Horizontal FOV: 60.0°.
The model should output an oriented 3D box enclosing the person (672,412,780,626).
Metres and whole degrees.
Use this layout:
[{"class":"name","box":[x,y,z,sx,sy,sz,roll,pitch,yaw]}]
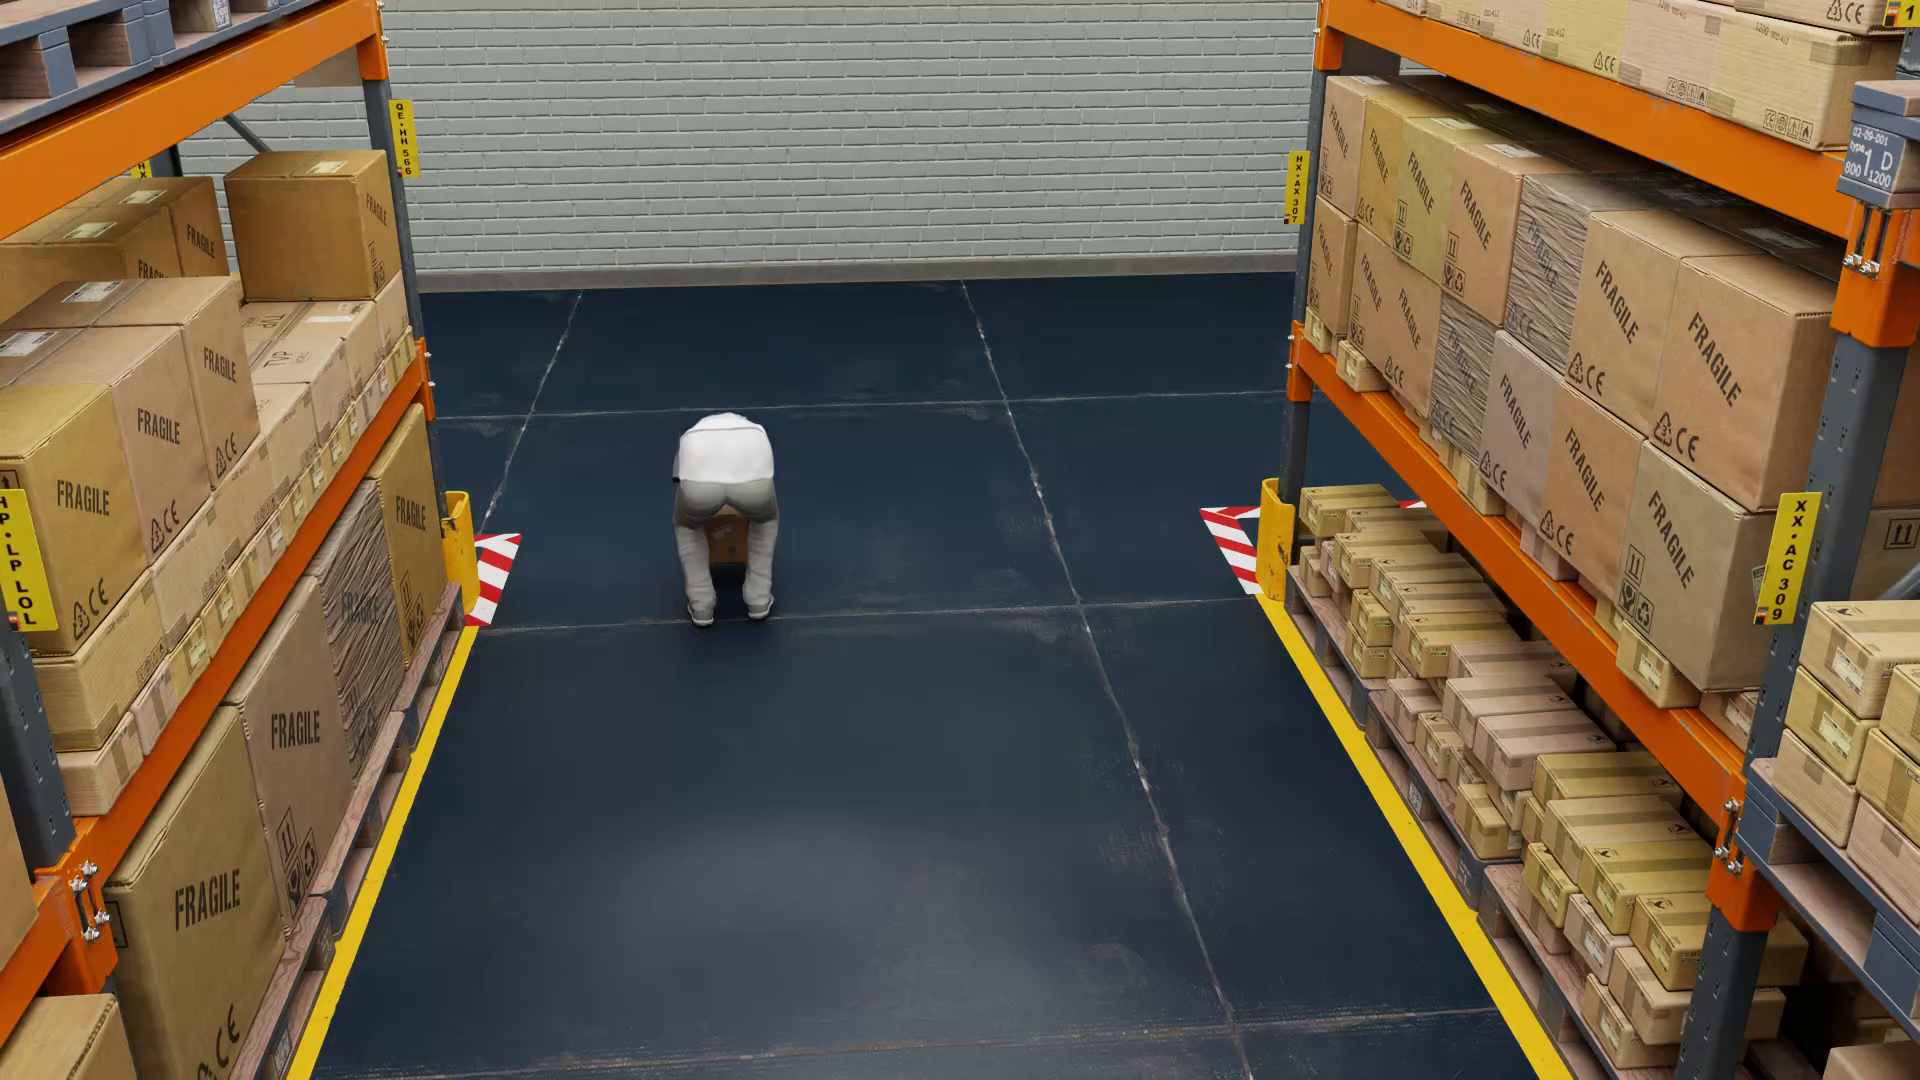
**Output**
[{"class":"person","box":[-1.100,-0.160,7.811,0.498,0.978,0.943,-3,24,-8]}]
